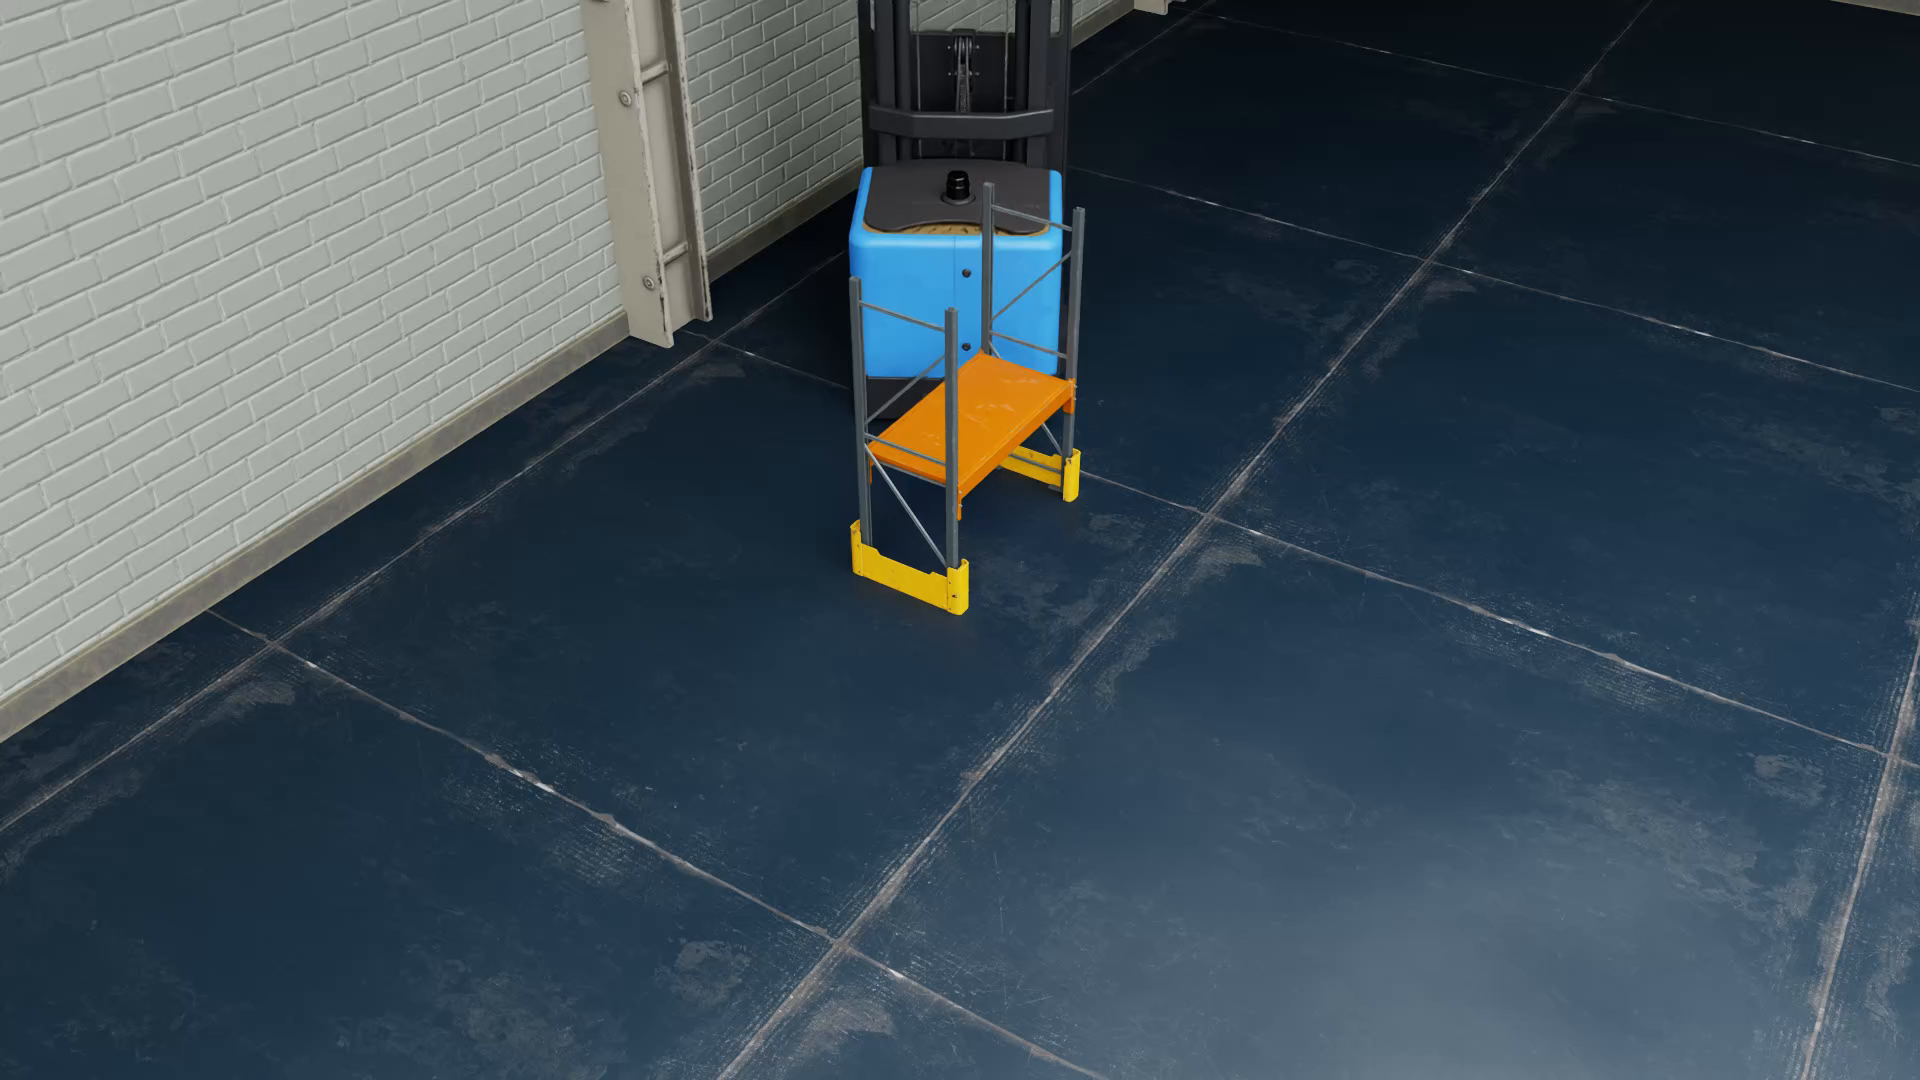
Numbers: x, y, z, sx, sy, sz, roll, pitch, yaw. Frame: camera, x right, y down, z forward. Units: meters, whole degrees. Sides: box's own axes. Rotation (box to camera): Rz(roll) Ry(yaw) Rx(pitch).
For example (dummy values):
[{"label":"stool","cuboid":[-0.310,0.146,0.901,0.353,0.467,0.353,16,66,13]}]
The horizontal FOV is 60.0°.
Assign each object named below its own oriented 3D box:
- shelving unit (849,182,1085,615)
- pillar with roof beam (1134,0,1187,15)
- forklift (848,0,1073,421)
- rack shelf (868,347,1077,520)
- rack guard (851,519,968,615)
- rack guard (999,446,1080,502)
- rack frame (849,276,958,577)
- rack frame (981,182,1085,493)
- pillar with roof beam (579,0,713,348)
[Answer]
[{"label":"shelving unit","cuboid":[0.041,-0.633,7.343,0.587,1.500,1.083,21,42,25]},{"label":"pillar with roof beam","cuboid":[5.225,-6.450,8.747,9.100,9.000,0.400,21,42,25]},{"label":"forklift","cuboid":[0.037,-2.634,8.767,1.130,2.935,3.031,1,38,2]},{"label":"rack shelf","cuboid":[0.046,-0.496,7.459,0.538,0.185,1.000,21,42,25]},{"label":"rack guard","cuboid":[-0.226,0.118,7.392,0.587,0.250,0.087,21,42,25]},{"label":"rack guard","cuboid":[0.308,-0.395,8.058,0.587,0.250,0.087,21,42,25]},{"label":"rack frame","cuboid":[-0.227,-0.376,7.009,0.500,1.500,0.032,21,42,25]},{"label":"rack frame","cuboid":[0.318,-0.900,7.689,0.500,1.500,0.032,21,42,25]},{"label":"pillar with roof beam","cuboid":[2.011,-3.357,4.735,9.100,9.000,0.400,21,42,25]}]
